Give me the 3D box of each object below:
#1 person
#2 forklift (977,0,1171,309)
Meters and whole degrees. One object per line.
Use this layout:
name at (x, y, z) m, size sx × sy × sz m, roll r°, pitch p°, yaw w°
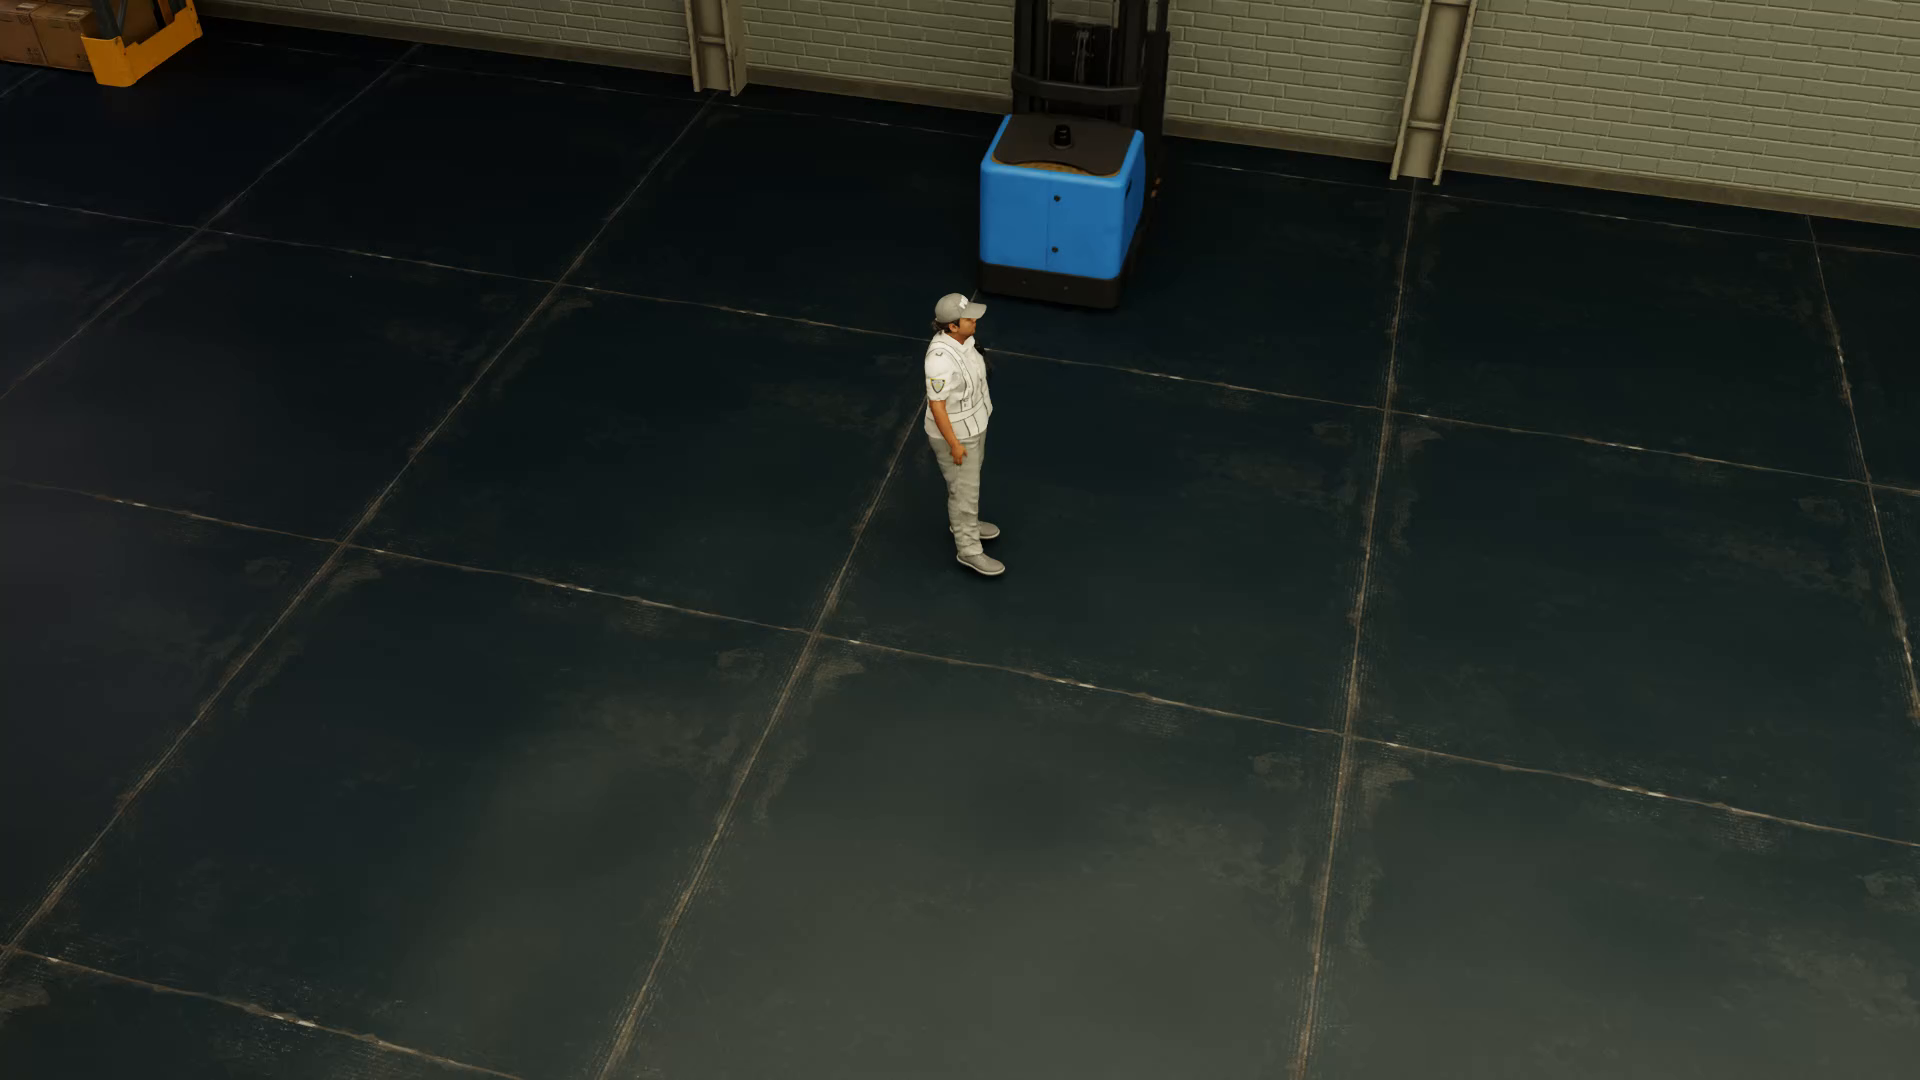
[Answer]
person at (0.068, -0.635, 9.473) m, size 0.528 × 1.669 × 0.599 m, roll 10°, pitch 42°, yaw 11°
forklift at (0.991, -3.732, 12.119) m, size 1.130 × 2.935 × 3.031 m, roll 10°, pitch 42°, yaw 11°
